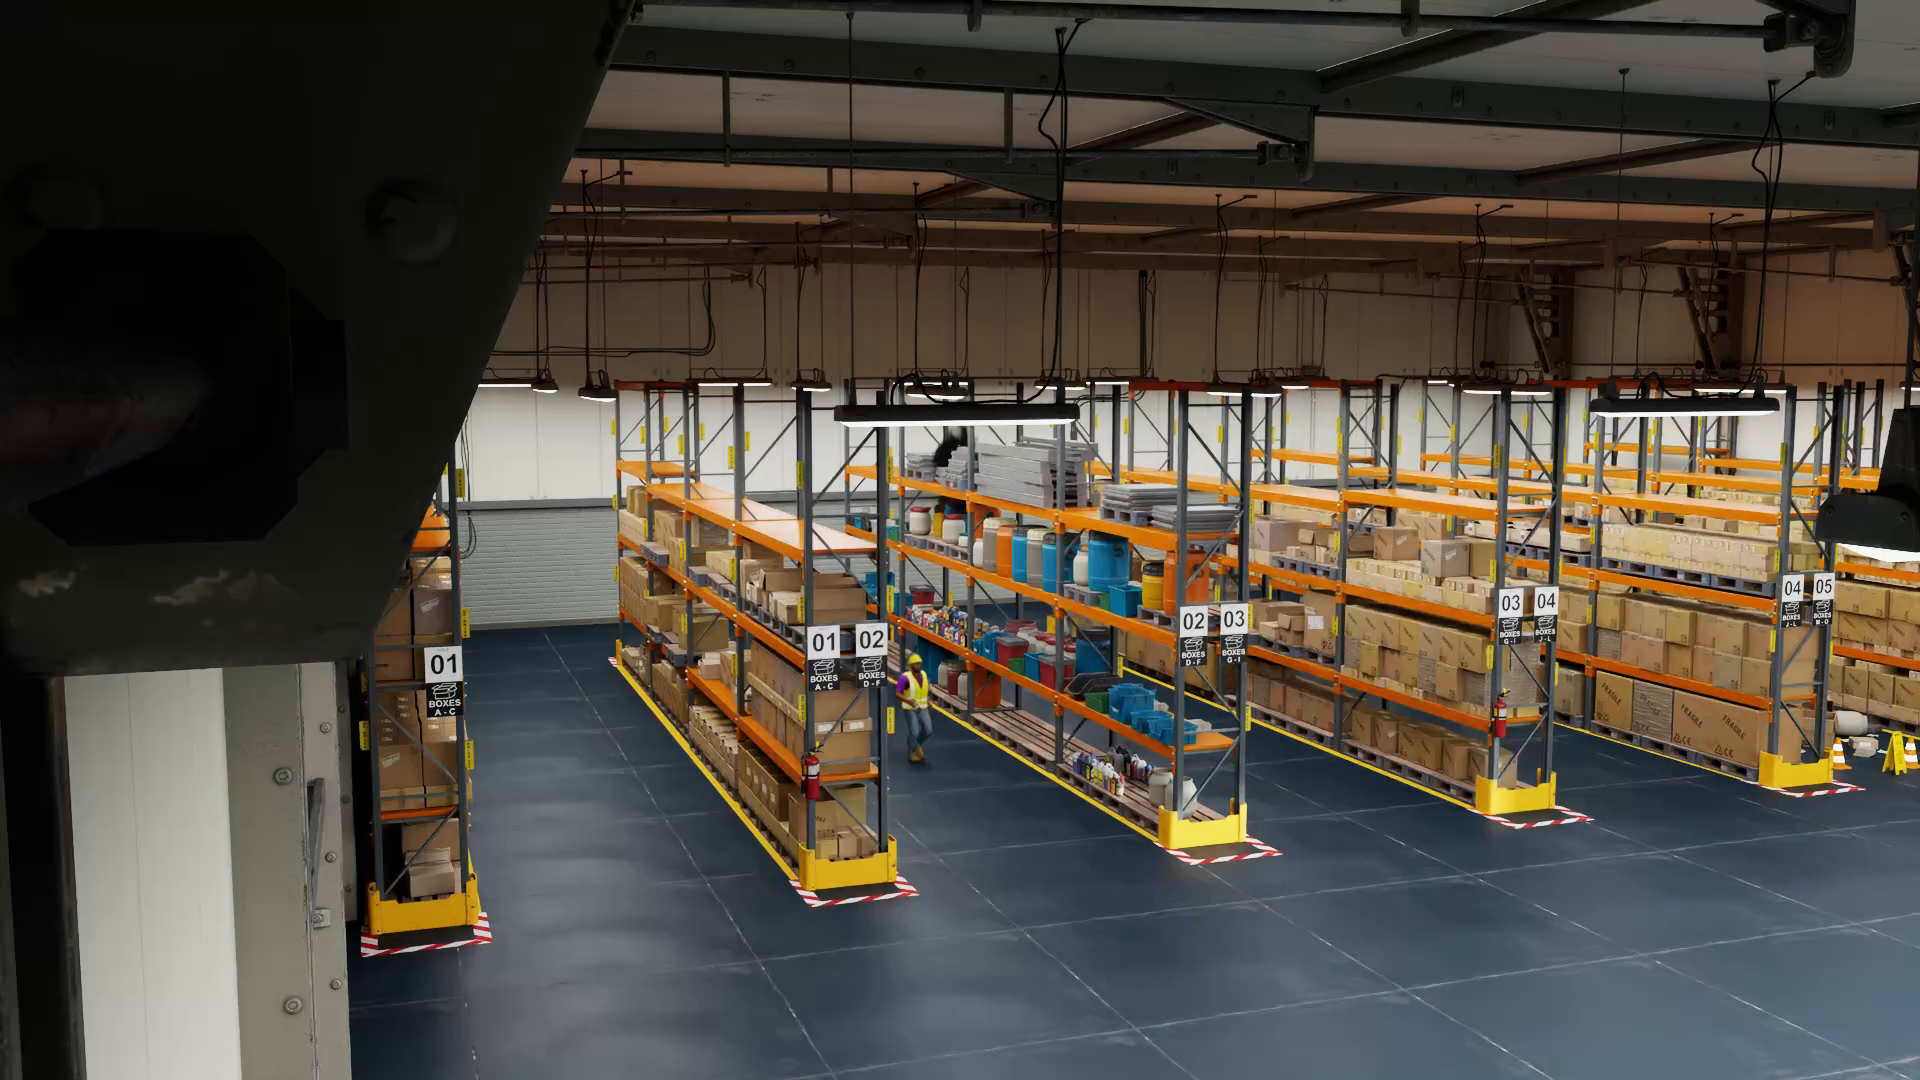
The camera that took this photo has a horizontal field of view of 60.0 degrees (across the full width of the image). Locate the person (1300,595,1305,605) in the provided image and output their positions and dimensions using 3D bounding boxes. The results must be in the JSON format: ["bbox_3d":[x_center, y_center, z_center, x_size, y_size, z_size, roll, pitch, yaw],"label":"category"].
[{"bbox_3d":[8.868,1.079,42.090,0.897,1.662,0.630,-2,6,-17],"label":"person"}]

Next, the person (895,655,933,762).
[{"bbox_3d":[-0.688,2.676,26.391,0.697,1.724,0.567,-4,7,-32],"label":"person"}]

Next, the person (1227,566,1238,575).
[{"bbox_3d":[6.959,1.037,41.812,0.650,1.835,0.891,4,7,31],"label":"person"}]

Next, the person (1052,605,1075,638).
[{"bbox_3d":[2.217,1.672,34.587,0.503,1.642,0.708,-2,6,-21],"label":"person"}]
